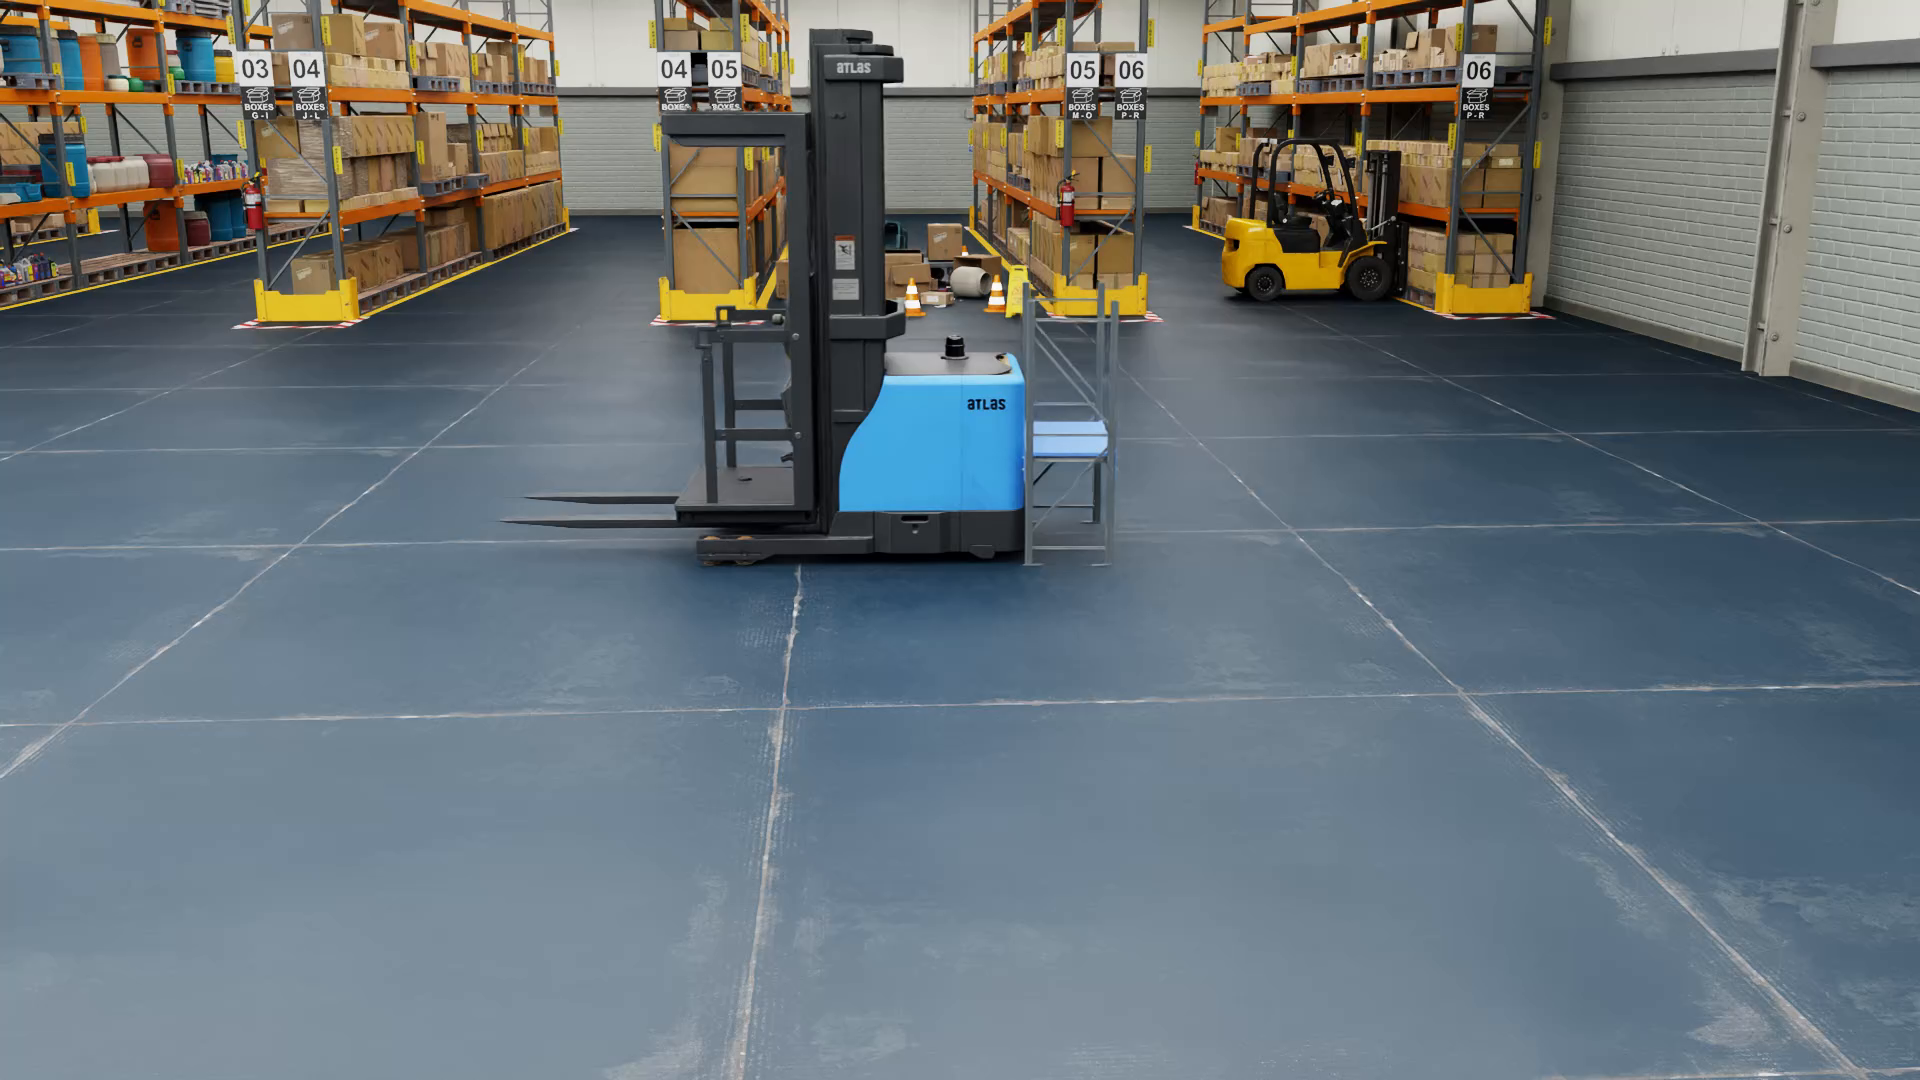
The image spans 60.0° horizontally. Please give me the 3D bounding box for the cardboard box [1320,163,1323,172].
[{"bbox_3d":[6.137,-6.074,26.912,0.500,0.250,0.500,-1,14,-3],"label":"cardboard box"}]

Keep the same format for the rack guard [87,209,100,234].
[{"bbox_3d":[-18.972,-6.778,35.367,1.175,0.500,0.348,-1,14,-3],"label":"rack guard"}]

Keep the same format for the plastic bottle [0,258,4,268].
[{"bbox_3d":[-13.553,-3.832,23.468,0.061,0.283,0.133,-1,14,-3],"label":"plastic bottle"}]

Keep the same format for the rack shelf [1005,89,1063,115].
[{"bbox_3d":[1.422,-6.930,26.364,1.077,0.370,4.000,-1,14,-3],"label":"rack shelf"}]

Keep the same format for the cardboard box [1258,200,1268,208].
[{"bbox_3d":[5.913,-6.410,31.790,0.380,0.149,0.250,-1,14,-4],"label":"cardboard box"}]

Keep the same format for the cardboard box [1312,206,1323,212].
[{"bbox_3d":[6.541,-5.908,29.842,0.380,0.149,0.250,0,14,-2],"label":"cardboard box"}]

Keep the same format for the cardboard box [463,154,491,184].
[{"bbox_3d":[-8.352,-6.343,28.460,0.500,0.500,0.500,0,14,-2],"label":"cardboard box"}]

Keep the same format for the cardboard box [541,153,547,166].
[{"bbox_3d":[-8.695,-7.732,33.763,0.500,0.250,0.500,-1,14,-3],"label":"cardboard box"}]

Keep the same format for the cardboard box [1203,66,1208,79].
[{"bbox_3d":[5.533,-10.042,35.717,0.500,0.250,0.500,-1,14,-4],"label":"cardboard box"}]

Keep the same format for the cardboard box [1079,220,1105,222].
[{"bbox_3d":[1.850,-4.420,24.356,0.500,0.500,0.500,-1,14,-4],"label":"cardboard box"}]

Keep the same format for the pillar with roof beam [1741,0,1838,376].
[{"bbox_3d":[3.679,-5.945,15.072,9.100,9.000,0.400,-1,14,-3],"label":"pillar with roof beam"}]

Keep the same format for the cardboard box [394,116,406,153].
[{"bbox_3d":[-8.010,-5.620,23.044,0.500,0.500,0.500,-1,14,-3],"label":"cardboard box"}]

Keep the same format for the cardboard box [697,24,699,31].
[{"bbox_3d":[-3.579,-6.596,21.481,0.380,0.149,0.250,-1,14,-4],"label":"cardboard box"}]

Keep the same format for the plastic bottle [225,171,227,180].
[{"bbox_3d":[-13.341,-6.621,30.138,0.097,0.201,0.097,0,14,0],"label":"plastic bottle"}]

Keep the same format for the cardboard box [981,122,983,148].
[{"bbox_3d":[0.681,-8.216,33.732,0.500,0.500,0.500,-1,14,-3],"label":"cardboard box"}]

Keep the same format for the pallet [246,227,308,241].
[{"bbox_3d":[-13.947,-6.224,33.794,1.003,0.211,1.213,-1,14,-3],"label":"pallet"}]

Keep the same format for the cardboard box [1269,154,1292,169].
[{"bbox_3d":[5.863,-6.789,29.849,0.500,0.250,0.500,-2,15,-6],"label":"cardboard box"}]

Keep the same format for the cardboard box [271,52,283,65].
[{"bbox_3d":[-8.426,-5.818,20.099,0.380,0.149,0.250,-1,14,-3],"label":"cardboard box"}]

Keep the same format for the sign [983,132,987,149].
[{"bbox_3d":[0.496,-7.766,32.295,0.100,0.325,0.005,-1,14,-3],"label":"sign"}]

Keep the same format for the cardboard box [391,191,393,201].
[{"bbox_3d":[-8.066,-4.754,22.989,0.380,0.149,0.250,-1,14,-3],"label":"cardboard box"}]

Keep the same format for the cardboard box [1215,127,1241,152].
[{"bbox_3d":[5.609,-8.335,34.599,0.500,0.500,0.500,-1,14,-2],"label":"cardboard box"}]

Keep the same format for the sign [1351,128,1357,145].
[{"bbox_3d":[6.806,-6.971,28.775,0.100,0.325,0.005,-1,14,-3],"label":"sign"}]

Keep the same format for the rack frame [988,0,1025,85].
[{"bbox_3d":[1.050,-10.223,31.700,1.000,3.000,0.127,-1,14,-3],"label":"rack frame"}]

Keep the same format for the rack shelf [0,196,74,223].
[{"bbox_3d":[-13.165,-4.253,21.979,1.077,0.370,4.000,-1,14,-3],"label":"rack shelf"}]

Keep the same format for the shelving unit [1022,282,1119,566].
[{"bbox_3d":[0.623,-0.708,9.766,0.538,1.500,1.048,0,14,1],"label":"shelving unit"}]

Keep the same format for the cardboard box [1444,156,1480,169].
[{"bbox_3d":[6.446,-4.855,21.375,0.380,0.149,0.250,-1,14,-3],"label":"cardboard box"}]

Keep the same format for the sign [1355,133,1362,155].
[{"bbox_3d":[5.959,-5.917,24.840,0.100,0.325,0.005,-1,14,-3],"label":"sign"}]

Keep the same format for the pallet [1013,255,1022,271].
[{"bbox_3d":[1.417,-4.475,26.997,1.003,0.211,1.213,-1,14,-3],"label":"pallet"}]

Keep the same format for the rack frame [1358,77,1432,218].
[{"bbox_3d":[6.500,-5.406,25.016,1.000,3.000,0.127,-1,14,-3],"label":"rack frame"}]

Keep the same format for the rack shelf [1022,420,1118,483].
[{"bbox_3d":[0.623,-0.533,9.811,0.538,0.185,1.000,0,14,1],"label":"rack shelf"}]

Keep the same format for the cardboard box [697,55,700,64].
[{"bbox_3d":[-3.578,-6.208,21.576,0.380,0.149,0.250,-1,14,-3],"label":"cardboard box"}]

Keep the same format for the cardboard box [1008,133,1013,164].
[{"bbox_3d":[1.095,-6.603,28.030,0.500,0.500,0.500,-1,14,-5],"label":"cardboard box"}]

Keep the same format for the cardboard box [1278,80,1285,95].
[{"bbox_3d":[5.946,-8.029,29.495,0.500,0.250,0.500,-1,14,-3],"label":"cardboard box"}]

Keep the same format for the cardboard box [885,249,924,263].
[{"bbox_3d":[-0.908,-3.820,23.592,0.797,0.637,0.503,-1,14,-3],"label":"cardboard box"}]

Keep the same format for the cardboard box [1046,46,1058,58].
[{"bbox_3d":[1.349,-6.511,22.196,0.380,0.149,0.250,-1,14,-2],"label":"cardboard box"}]

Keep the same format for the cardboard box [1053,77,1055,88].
[{"bbox_3d":[1.441,-6.068,22.074,0.380,0.149,0.250,-1,14,-5],"label":"cardboard box"}]

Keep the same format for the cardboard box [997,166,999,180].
[{"bbox_3d":[0.945,-6.624,30.054,0.500,0.250,0.500,-1,14,-4],"label":"cardboard box"}]

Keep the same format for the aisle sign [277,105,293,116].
[{"bbox_3d":[-14.333,-9.355,35.150,0.394,0.787,0.004,-1,14,-3],"label":"aisle sign"}]

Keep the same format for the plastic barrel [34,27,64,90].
[{"bbox_3d":[-13.577,-7.080,24.498,0.600,0.901,0.600,0,14,0],"label":"plastic barrel"}]

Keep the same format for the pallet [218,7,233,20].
[{"bbox_3d":[-13.703,-9.503,30.084,1.003,0.211,1.213,-1,14,-3],"label":"pallet"}]

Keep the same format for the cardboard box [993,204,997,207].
[{"bbox_3d":[1.062,-6.661,34.193,0.875,0.438,0.875,-1,14,-5],"label":"cardboard box"}]

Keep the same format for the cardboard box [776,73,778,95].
[{"bbox_3d":[-3.480,-8.117,29.334,0.500,0.500,0.500,-1,14,-3],"label":"cardboard box"}]

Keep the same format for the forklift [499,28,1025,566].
[{"bbox_3d":[-1.146,-1.406,9.611,3.031,2.935,1.130,0,14,-1],"label":"forklift"}]

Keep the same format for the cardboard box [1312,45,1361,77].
[{"bbox_3d":[6.184,-7.846,27.235,0.700,0.500,0.500,-1,14,-5],"label":"cardboard box"}]

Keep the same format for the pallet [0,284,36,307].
[{"bbox_3d":[-13.210,-3.276,22.337,1.003,0.211,1.213,-1,14,-3],"label":"pallet"}]

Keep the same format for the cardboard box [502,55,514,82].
[{"bbox_3d":[-8.949,-9.111,32.155,0.700,0.500,0.500,-2,15,-7],"label":"cardboard box"}]

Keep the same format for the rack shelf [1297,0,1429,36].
[{"bbox_3d":[6.376,-8.266,26.341,1.077,0.370,4.000,-1,14,-3],"label":"rack shelf"}]

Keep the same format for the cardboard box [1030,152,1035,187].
[{"bbox_3d":[1.295,-5.407,24.223,0.500,0.500,0.500,-1,14,-4],"label":"cardboard box"}]

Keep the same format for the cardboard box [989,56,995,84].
[{"bbox_3d":[0.815,-8.799,31.140,0.500,0.500,0.500,-1,14,-4],"label":"cardboard box"}]

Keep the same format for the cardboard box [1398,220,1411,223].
[{"bbox_3d":[6.238,-4.509,24.201,0.500,0.250,0.500,-1,14,-3],"label":"cardboard box"}]

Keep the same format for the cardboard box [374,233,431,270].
[{"bbox_3d":[-8.362,-4.331,24.972,0.700,0.500,0.500,-2,15,-8],"label":"cardboard box"}]

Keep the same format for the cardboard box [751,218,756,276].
[{"bbox_3d":[-3.419,-4.243,23.920,0.875,0.875,0.875,-1,14,-3],"label":"cardboard box"}]

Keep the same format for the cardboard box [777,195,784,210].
[{"bbox_3d":[-3.586,-6.391,31.514,0.500,0.250,0.500,-1,14,-5],"label":"cardboard box"}]
